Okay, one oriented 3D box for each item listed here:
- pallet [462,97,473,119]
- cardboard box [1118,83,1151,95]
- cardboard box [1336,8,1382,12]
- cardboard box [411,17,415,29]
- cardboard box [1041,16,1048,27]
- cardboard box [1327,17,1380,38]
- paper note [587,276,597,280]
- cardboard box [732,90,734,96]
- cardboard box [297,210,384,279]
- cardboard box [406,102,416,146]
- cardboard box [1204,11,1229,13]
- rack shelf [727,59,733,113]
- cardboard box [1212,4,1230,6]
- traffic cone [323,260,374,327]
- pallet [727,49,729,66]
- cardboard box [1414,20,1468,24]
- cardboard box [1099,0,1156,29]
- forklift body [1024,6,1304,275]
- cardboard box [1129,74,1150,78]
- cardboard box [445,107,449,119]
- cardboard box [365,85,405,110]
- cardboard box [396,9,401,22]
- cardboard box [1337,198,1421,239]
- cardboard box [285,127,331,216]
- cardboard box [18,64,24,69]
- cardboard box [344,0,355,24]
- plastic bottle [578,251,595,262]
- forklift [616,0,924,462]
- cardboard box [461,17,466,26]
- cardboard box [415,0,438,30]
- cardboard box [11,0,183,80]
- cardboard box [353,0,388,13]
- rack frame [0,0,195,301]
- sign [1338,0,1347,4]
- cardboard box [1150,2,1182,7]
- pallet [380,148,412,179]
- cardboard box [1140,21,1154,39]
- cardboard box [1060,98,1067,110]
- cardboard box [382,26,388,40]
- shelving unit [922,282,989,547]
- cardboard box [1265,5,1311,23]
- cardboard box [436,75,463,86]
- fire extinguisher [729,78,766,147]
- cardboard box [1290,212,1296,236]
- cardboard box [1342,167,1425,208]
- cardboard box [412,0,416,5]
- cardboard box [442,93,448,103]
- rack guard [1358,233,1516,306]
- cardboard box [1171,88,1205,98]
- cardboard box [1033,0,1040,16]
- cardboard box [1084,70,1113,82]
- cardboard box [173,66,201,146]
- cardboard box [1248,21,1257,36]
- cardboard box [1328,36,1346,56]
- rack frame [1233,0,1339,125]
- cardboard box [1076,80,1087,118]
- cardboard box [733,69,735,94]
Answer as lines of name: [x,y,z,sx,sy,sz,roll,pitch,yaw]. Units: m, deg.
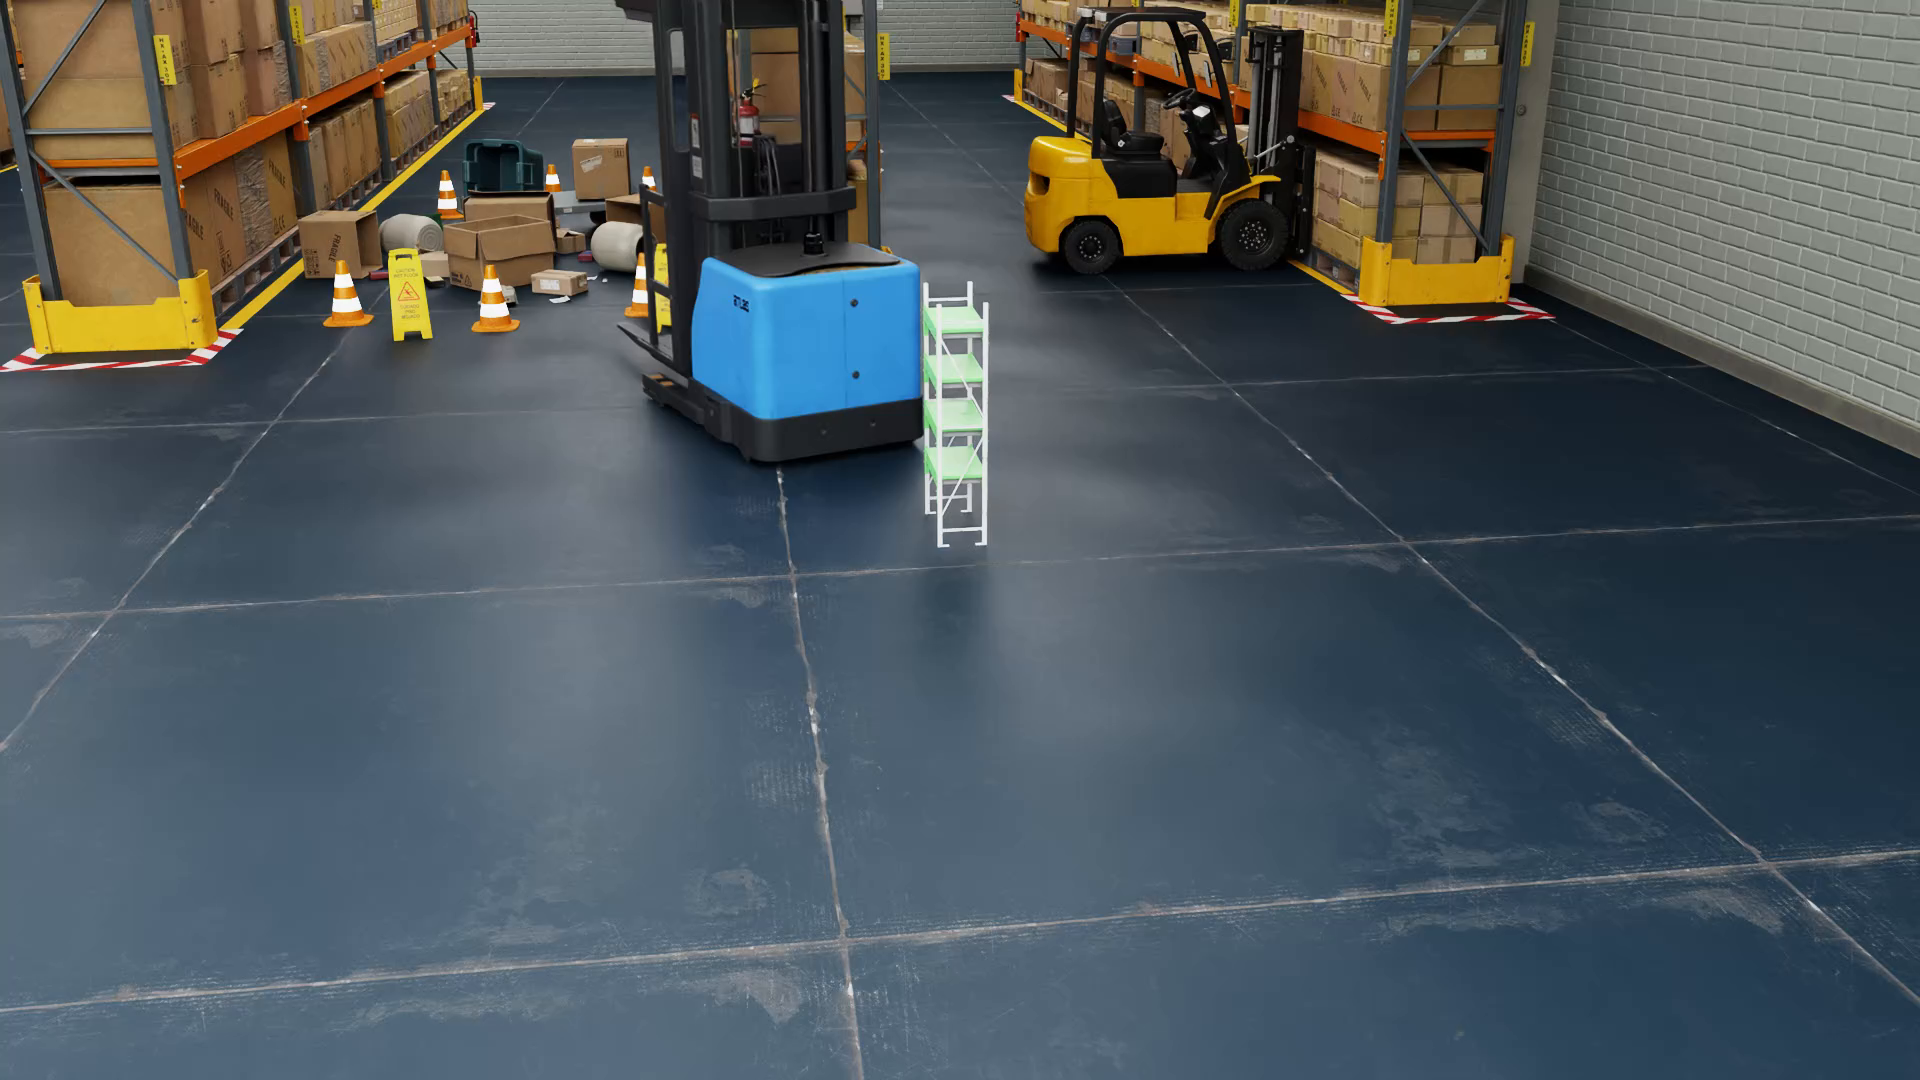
pallet: [-8.199,-6.738,25.956,1.003,0.211,1.213,-3,21,-8]
cardboard box: [2.277,-5.888,21.740,0.380,0.149,0.250,-2,21,-6]
cardboard box: [3.722,-4.867,15.465,0.380,0.149,0.250,-3,21,-9]
cardboard box: [-7.424,-6.831,21.977,0.380,0.149,0.250,-3,21,-7]
cardboard box: [1.473,-8.106,25.992,0.380,0.149,0.250,-2,21,-7]
cardboard box: [3.309,-4.302,13.951,0.380,0.149,0.250,-2,21,-6]
paper note: [-3.182,-2.231,14.163,0.148,0.019,0.142,4,21,11]
cardboard box: [-1.951,-4.241,15.643,0.380,0.149,0.250,-3,21,-8]
cardboard box: [-5.323,-2.544,14.309,0.500,0.500,0.500,1,20,2]
cardboard box: [-7.143,-5.219,20.875,0.500,0.500,0.500,-3,21,-9]
cardboard box: [2.781,-5.547,17.712,0.380,0.149,0.250,-3,21,-9]
rack shelf: [-1.967,-4.839,17.914,1.077,0.370,4.000,-3,21,-8]
cardboard box: [3.133,-6.110,19.217,0.380,0.149,0.250,-3,21,-9]
traffic cone: [-4.657,-1.881,12.592,0.336,0.463,0.334,-3,21,-8]
pallet: [-2.047,-5.538,19.030,1.213,0.211,1.003,-3,21,-8]
cardboard box: [3.916,-4.151,13.547,0.380,0.149,0.250,-3,21,-7]
cardboard box: [2.238,-6.921,21.713,0.797,0.503,0.637,-3,21,-9]
forklift body: [1.731,-3.518,14.560,2.313,2.155,1.214,-3,21,-8]
cardboard box: [2.554,-6.362,23.009,0.380,0.149,0.250,-2,21,-6]
cardboard box: [-7.488,-6.065,23.641,0.380,0.149,0.250,-2,21,-6]
cardboard box: [-7.072,-5.388,20.255,0.500,0.250,0.500,-3,21,-8]
cardboard box: [-7.269,-6.603,20.943,0.380,0.149,0.250,-3,21,-8]
cardboard box: [3.430,-2.646,13.629,0.500,0.250,0.500,-3,21,-8]
cardboard box: [-6.741,-3.552,16.056,1.050,0.750,0.750,-3,21,-8]
cardboard box: [-12.526,-5.735,21.720,1.225,0.875,0.875,-3,21,-8]
cardboard box: [-7.084,-5.943,18.270,0.700,0.500,0.500,-3,21,-8]
plastic bottle: [-3.348,-2.566,14.999,0.133,0.061,0.283,1,20,2]
forklift: [-1.367,-2.273,10.114,1.130,2.935,3.031,-11,23,-27]
cardboard box: [-7.966,-8.138,26.076,0.380,0.149,0.250,-3,21,-8]
cardboard box: [-7.538,-7.339,23.012,0.500,0.500,0.500,-3,21,-9]
cardboard box: [-6.001,-3.521,11.598,0.875,0.550,0.550,-3,21,-8]
cardboard box: [-7.165,-6.475,20.174,0.380,0.149,0.250,-2,21,-5]
rack frame: [-5.986,-2.814,11.464,1.000,3.000,0.127,-3,21,-8]
sign: [3.782,-5.207,16.519,0.100,0.325,0.005,-3,21,-8]
cardboard box: [2.450,-6.254,19.603,0.380,0.149,0.250,-2,21,-7]
pallet: [-7.250,-4.549,20.093,1.003,0.211,1.213,-3,21,-8]
cardboard box: [2.454,-6.117,19.807,0.500,0.250,0.500,-3,21,-8]
cardboard box: [1.709,-6.545,24.926,0.380,0.149,0.250,-4,21,-9]
cardboard box: [-7.122,-6.108,20.042,0.380,0.149,0.250,-2,21,-5]
shelving unit: [-0.024,-0.619,8.160,0.258,1.200,0.503,-3,21,-8]
cardboard box: [3.130,-5.015,15.862,0.380,0.149,0.250,-3,21,-7]
cardboard box: [-7.754,-6.967,25.207,0.380,0.149,0.250,-2,21,-6]
fire extinguisher: [-1.542,-3.000,12.072,0.296,0.674,0.183,-3,21,-8]
cardboard box: [3.206,-2.931,15.106,0.500,0.250,0.500,-2,21,-6]
cardboard box: [3.434,-2.871,13.518,0.500,0.250,0.500,-2,21,-6]
cardboard box: [-7.465,-7.198,22.109,0.380,0.149,0.250,-2,21,-5]
cardboard box: [-7.700,-6.467,24.293,0.380,0.149,0.250,-2,21,-5]
rack guard: [3.813,-2.171,13.315,1.175,0.500,0.348,-3,21,-8]
cardboard box: [2.889,-5.646,21.092,0.380,0.149,0.250,-2,21,-5]
cardboard box: [1.451,-8.439,26.313,0.500,0.250,0.500,-3,21,-9]
cardboard box: [1.984,-6.605,23.660,0.380,0.149,0.250,-3,21,-9]
cardboard box: [-6.185,-3.200,12.283,0.875,0.550,0.550,-3,21,-8]
cardboard box: [3.018,-4.963,16.146,0.380,0.149,0.250,-3,21,-9]
cardboard box: [3.329,-4.164,14.007,0.380,0.149,0.250,-4,21,-10]
rack frame: [3.233,-4.736,16.608,1.000,3.000,0.127,-3,21,-8]
cardboard box: [1.927,-6.352,23.909,0.500,0.500,0.500,-2,21,-5]
cardboard box: [-1.589,-3.806,13.552,0.500,0.500,0.500,-3,21,-8]
